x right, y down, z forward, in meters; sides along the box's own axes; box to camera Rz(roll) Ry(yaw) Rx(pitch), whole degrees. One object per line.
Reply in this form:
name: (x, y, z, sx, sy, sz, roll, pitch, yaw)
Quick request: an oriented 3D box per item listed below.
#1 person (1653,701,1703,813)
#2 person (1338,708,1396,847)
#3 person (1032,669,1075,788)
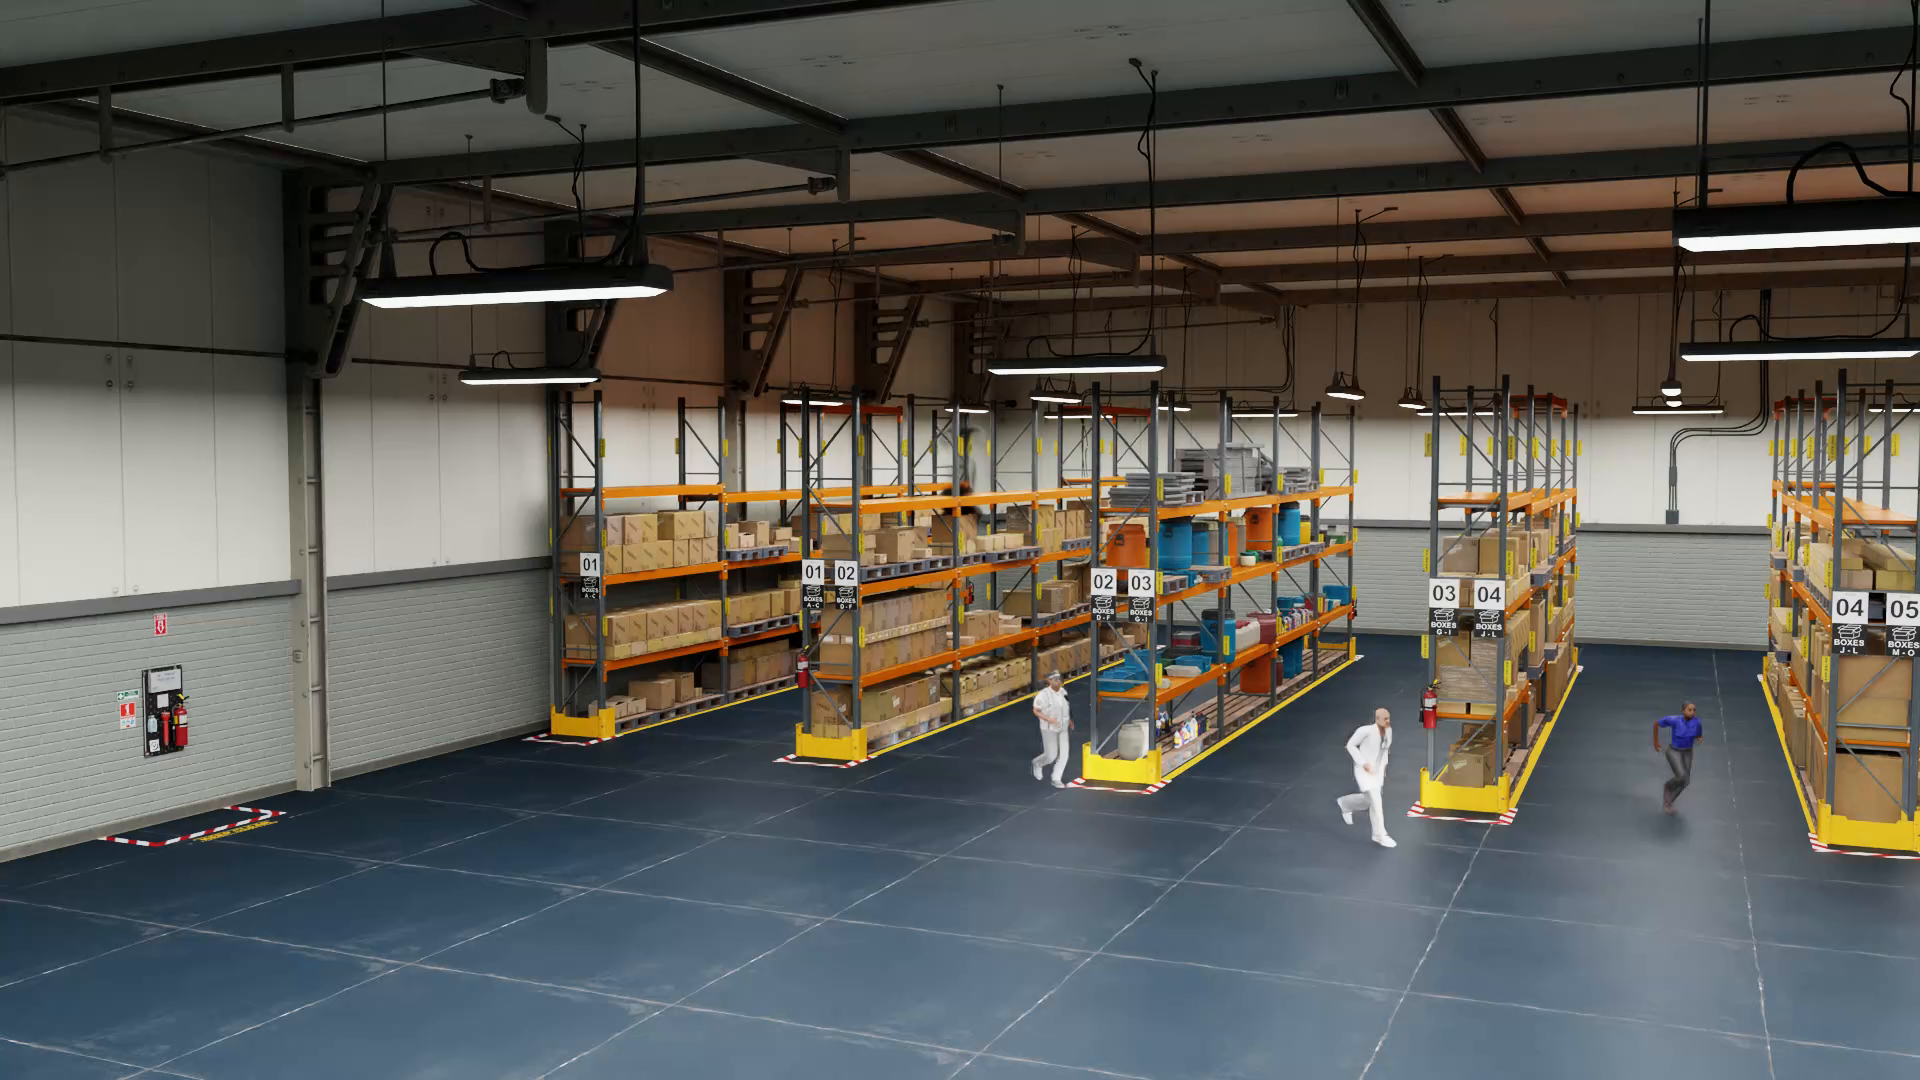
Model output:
person: (9.835, 2.963, 22.682, 0.561, 1.577, 0.726, -1, 3, -11)
person: (5.165, 2.975, 21.253, 0.699, 1.734, 1.025, -2, 4, -27)
person: (1.384, 2.773, 24.593, 0.658, 1.736, 0.658, -2, 4, -32)
